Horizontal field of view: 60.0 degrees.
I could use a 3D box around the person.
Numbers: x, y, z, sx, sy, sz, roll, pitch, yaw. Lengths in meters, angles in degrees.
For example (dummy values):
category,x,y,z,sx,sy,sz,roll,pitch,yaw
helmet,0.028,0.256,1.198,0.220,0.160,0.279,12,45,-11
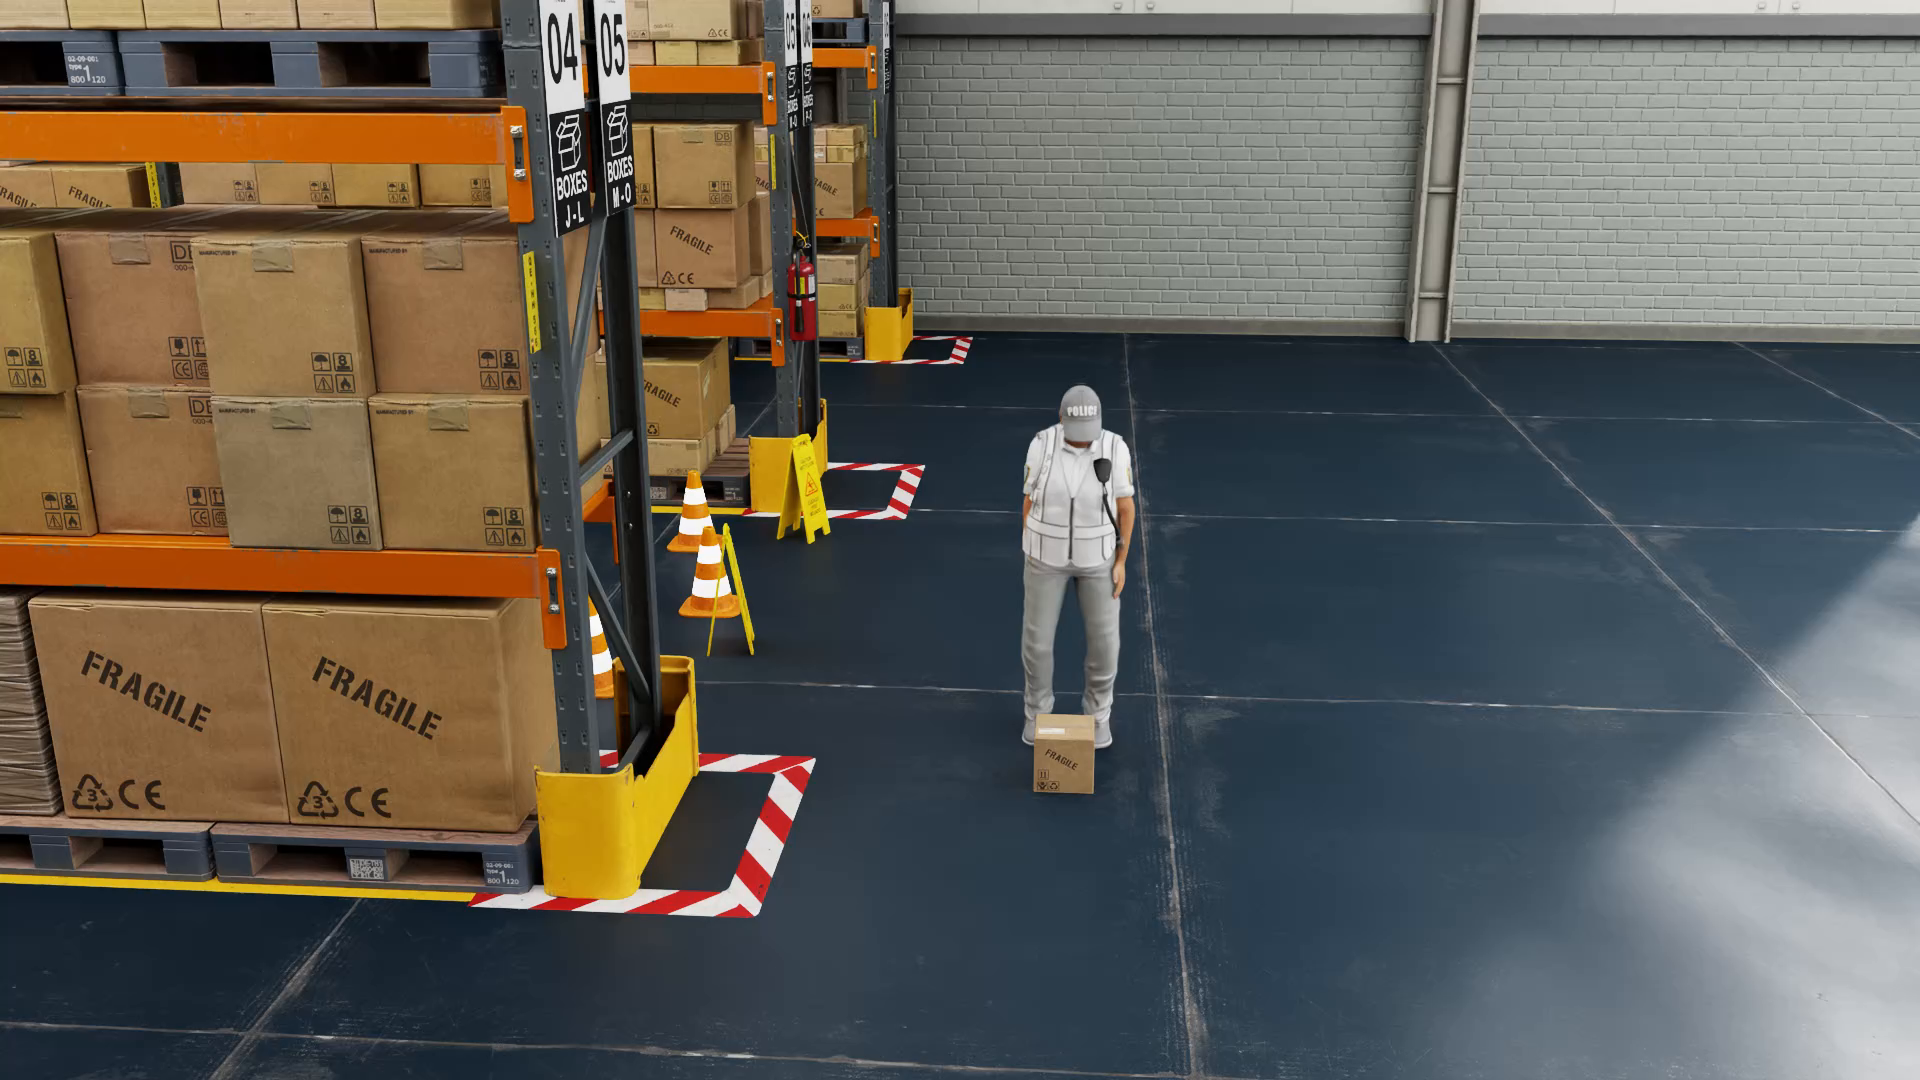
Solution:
category,x,y,z,sx,sy,sz,roll,pitch,yaw
person,0.513,0.131,7.268,0.504,1.600,0.513,2,18,5
